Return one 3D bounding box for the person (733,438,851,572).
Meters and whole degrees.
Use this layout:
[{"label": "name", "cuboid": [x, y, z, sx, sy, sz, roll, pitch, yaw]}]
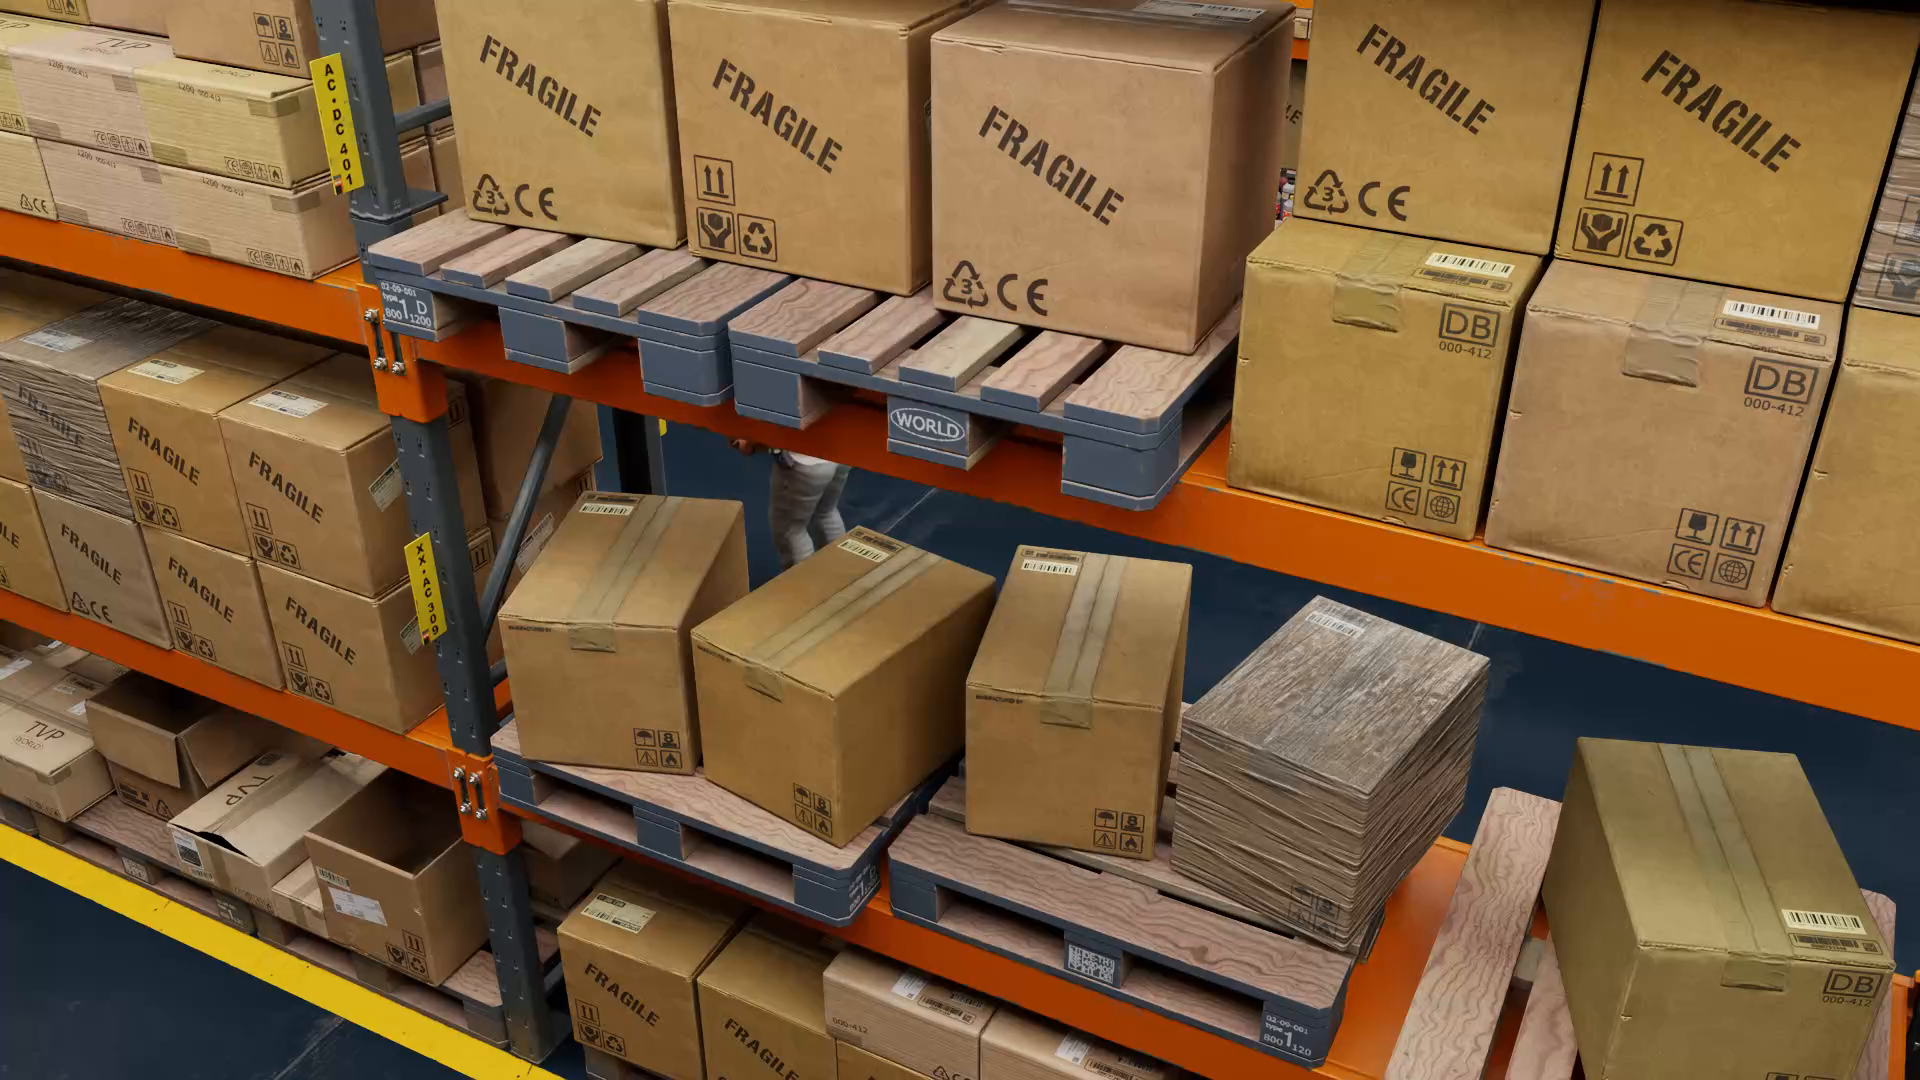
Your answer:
[{"label": "person", "cuboid": [-0.771, -0.407, 7.835, 0.540, 1.663, 0.452, 14, 33, 23]}]
